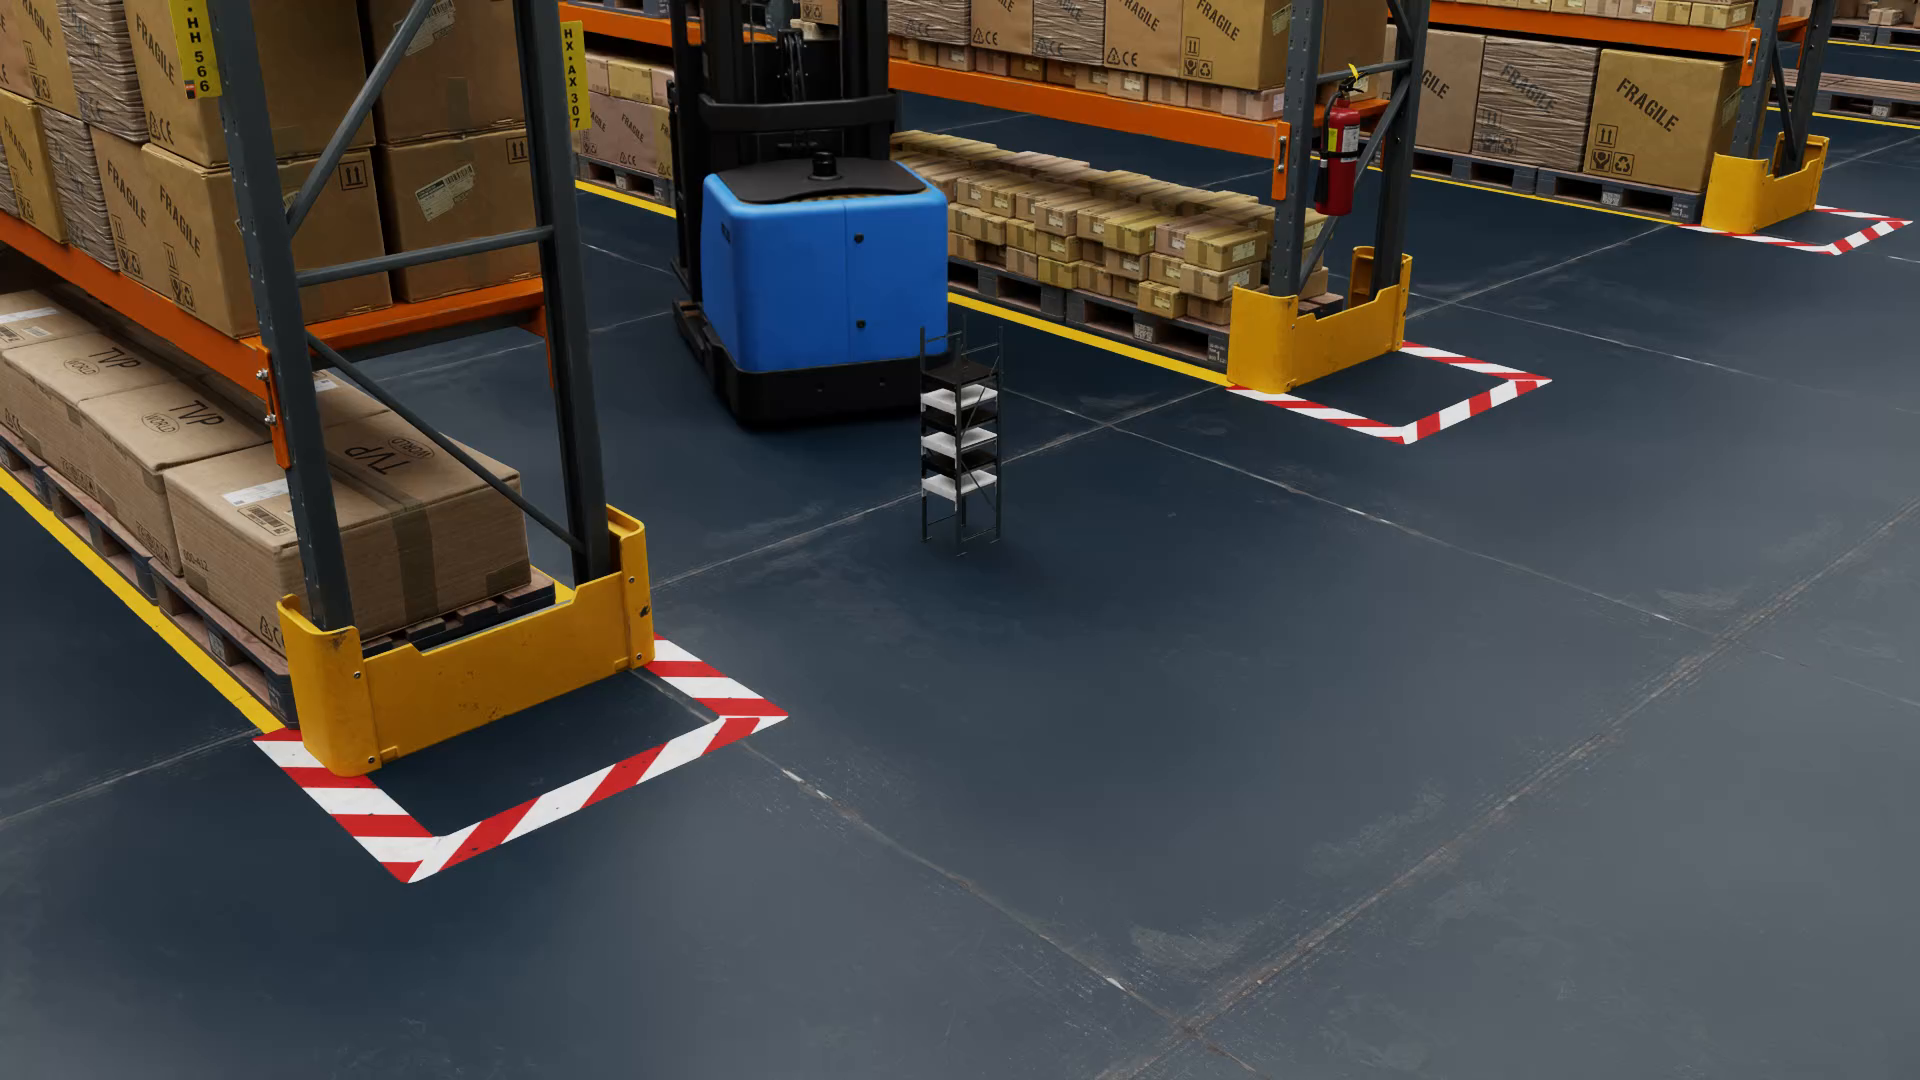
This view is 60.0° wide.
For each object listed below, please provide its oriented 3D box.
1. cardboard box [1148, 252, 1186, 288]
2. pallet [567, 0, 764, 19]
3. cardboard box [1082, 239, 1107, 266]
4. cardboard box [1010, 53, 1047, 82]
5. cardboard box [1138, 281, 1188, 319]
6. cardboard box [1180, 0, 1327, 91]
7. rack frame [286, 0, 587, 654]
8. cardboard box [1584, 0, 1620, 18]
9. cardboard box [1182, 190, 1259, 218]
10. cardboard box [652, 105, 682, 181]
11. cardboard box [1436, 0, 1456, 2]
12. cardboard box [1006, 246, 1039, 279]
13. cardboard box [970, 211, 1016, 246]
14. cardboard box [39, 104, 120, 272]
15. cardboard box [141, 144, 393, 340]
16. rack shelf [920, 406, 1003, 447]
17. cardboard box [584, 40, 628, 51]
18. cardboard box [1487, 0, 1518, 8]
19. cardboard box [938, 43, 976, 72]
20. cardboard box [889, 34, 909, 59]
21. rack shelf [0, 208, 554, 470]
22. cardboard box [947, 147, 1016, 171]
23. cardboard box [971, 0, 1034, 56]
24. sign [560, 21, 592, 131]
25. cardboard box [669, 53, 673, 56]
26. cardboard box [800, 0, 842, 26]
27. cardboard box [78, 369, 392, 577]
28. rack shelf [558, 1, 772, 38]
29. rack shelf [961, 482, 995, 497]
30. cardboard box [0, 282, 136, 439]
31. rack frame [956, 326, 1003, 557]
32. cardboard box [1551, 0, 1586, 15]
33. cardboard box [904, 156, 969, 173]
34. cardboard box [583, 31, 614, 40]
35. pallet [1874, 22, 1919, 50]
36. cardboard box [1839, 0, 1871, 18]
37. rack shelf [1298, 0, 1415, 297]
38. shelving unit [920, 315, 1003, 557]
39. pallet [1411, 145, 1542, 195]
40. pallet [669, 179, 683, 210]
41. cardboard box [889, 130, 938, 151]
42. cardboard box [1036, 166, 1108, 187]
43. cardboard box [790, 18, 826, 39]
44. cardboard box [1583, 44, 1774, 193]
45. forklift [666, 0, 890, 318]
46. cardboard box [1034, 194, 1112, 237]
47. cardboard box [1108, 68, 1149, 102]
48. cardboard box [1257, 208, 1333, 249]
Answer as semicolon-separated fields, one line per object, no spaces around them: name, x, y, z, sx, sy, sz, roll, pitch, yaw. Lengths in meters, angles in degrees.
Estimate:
cardboard box;1.231;-1.482;8.954;0.380;0.149;0.250;-22;33;-40
pallet;-2.145;-4.027;12.195;1.003;0.211;1.213;-21;32;-38
cardboard box;0.906;-1.655;9.333;0.380;0.149;0.250;-22;32;-39
cardboard box;0.501;-2.674;9.300;0.380;0.149;0.250;-21;32;-38
cardboard box;1.178;-1.322;8.963;0.380;0.149;0.250;-20;31;-37
cardboard box;1.445;-2.523;8.187;0.500;0.500;0.500;-20;32;-37
rack frame;-1.607;-0.843;4.984;0.949;2.616;0.053;-21;32;-38
cardboard box;4.625;-3.786;11.738;0.380;0.149;0.250;-21;32;-38
cardboard box;1.475;-1.861;9.427;0.380;0.149;0.250;-21;32;-39
cardboard box;-1.834;-2.853;11.895;0.500;0.500;0.500;-22;33;-40
cardboard box;3.741;-4.176;12.593;0.380;0.149;0.250;-21;32;-38
cardboard box;0.490;-1.646;9.673;0.380;0.149;0.250;-20;32;-37
cardboard box;0.281;-1.856;9.774;0.380;0.149;0.250;-21;32;-38
cardboard box;-2.818;-1.270;5.799;0.500;0.500;0.500;-20;31;-37
cardboard box;-2.127;-0.960;5.121;0.500;0.500;0.500;-21;32;-38
rack shelf;0.006;-0.459;6.534;0.258;0.077;0.200;-21;32;-38
cardboard box;-2.887;-3.666;12.775;0.500;0.250;0.500;-22;32;-39
cardboard box;4.101;-4.019;12.247;0.380;0.149;0.250;-20;32;-37
cardboard box;0.096;-2.812;9.604;0.380;0.149;0.250;-20;31;-36
cardboard box;-0.207;-2.991;9.994;0.250;0.149;0.380;22;33;39
rack shelf;-2.972;-1.123;6.463;1.077;0.370;4.000;-21;32;-38
cardboard box;0.138;-2.381;10.567;0.380;0.149;0.250;-20;31;-37
cardboard box;0.410;-2.985;9.201;0.500;0.500;0.500;-19;31;-36
sign;-1.195;-1.429;5.131;0.100;0.325;0.005;-21;32;-38
cardboard box;-1.818;-3.501;12.412;0.500;0.250;0.500;-20;31;-37
cardboard box;-0.640;-3.450;10.219;0.500;0.500;0.500;-22;32;-39
cardboard box;-2.760;-0.316;6.409;0.875;0.438;0.875;-20;31;-37
rack shelf;-2.161;-3.858;12.224;0.919;0.124;3.809;-21;32;-38
rack shelf;0.006;-0.226;6.640;0.199;0.015;0.184;-21;32;-38
cardboard box;-3.988;-0.860;7.603;0.875;0.438;0.875;-22;32;-39
rack frame;0.075;-0.376;6.490;0.240;0.900;0.006;-21;32;-38
cardboard box;4.446;-3.864;11.909;0.273;0.149;0.395;21;32;38
cardboard box;-0.161;-2.257;10.295;0.380;0.149;0.250;-22;33;-40
cardboard box;-2.869;-3.965;13.429;0.500;0.250;0.500;-22;33;-40
pallet;11.436;-5.829;19.274;1.003;0.211;1.213;-21;32;-38
cardboard box;10.726;-6.647;20.188;0.500;0.500;0.500;-21;32;-38
rack shelf;1.942;-2.280;8.133;0.949;2.616;0.053;-21;32;-38
shelving unit;-1.090;-4.804;12.405;8.426;4.047;12.137;-21;32;-38
pallet;4.196;-2.976;13.019;1.003;0.211;1.213;-21;32;-38
pallet;-1.327;-2.457;11.882;1.003;0.211;1.213;-21;32;-38
cardboard box;-0.361;-2.621;11.094;0.380;0.149;0.250;-20;31;-37
cardboard box;0.674;-2.141;10.040;0.380;0.149;0.250;-21;32;-38
cardboard box;-0.840;-3.198;10.448;0.380;0.149;0.250;-20;31;-37
cardboard box;5.134;-3.051;11.877;0.875;0.875;0.875;-21;32;-38
forklift;-3.636;-2.661;6.309;7.407;5.209;9.711;-8;26;-16
cardboard box;0.638;-1.829;9.357;0.380;0.149;0.250;-20;31;-37
cardboard box;0.994;-2.411;8.725;0.380;0.149;0.250;-20;31;-37
cardboard box;1.830;-1.699;9.071;0.250;0.149;0.380;22;32;39
